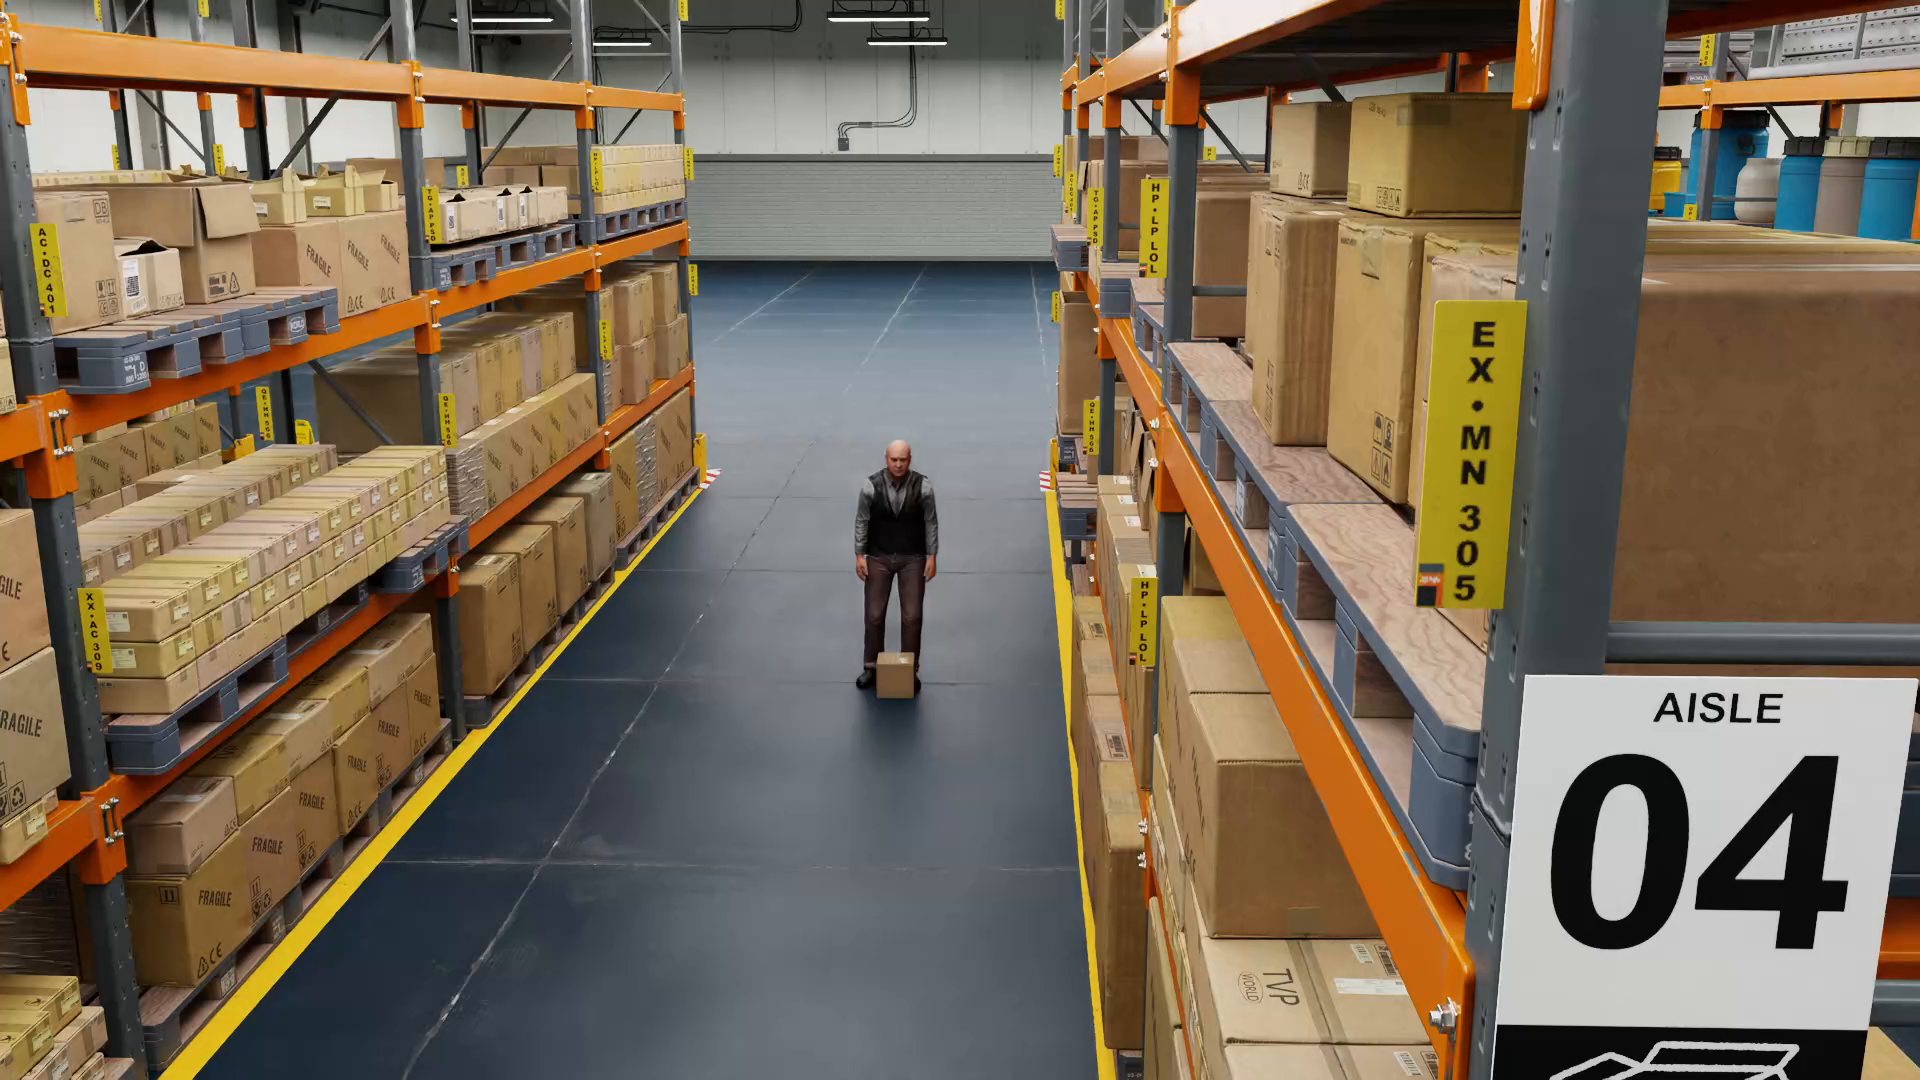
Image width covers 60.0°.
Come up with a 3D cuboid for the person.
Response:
[{"bbox_3d":[-0.436,0.151,11.436,0.579,1.719,0.475,0,14,-1],"label":"person"}]
